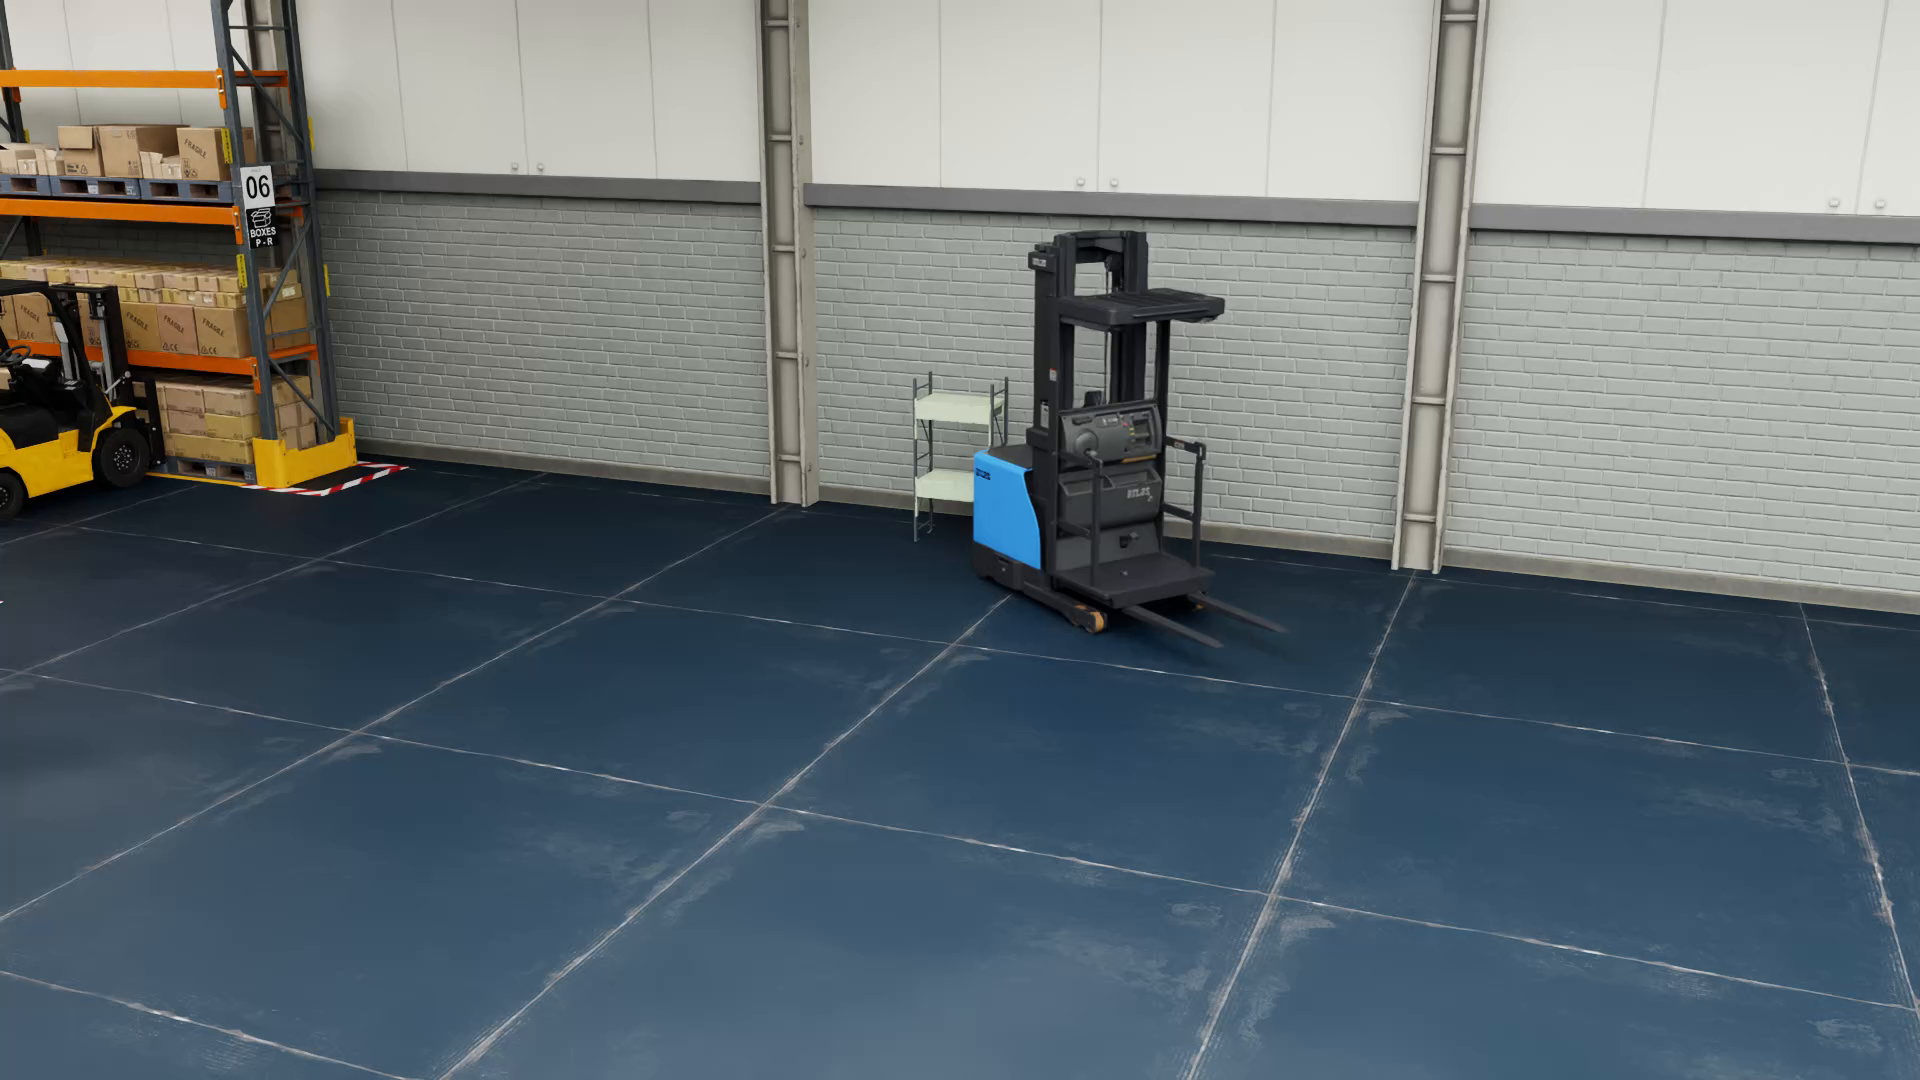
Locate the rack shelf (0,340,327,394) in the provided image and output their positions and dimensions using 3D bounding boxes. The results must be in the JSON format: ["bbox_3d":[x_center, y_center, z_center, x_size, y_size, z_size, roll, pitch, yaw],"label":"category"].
[{"bbox_3d":[-8.756,-1.992,17.947,4.000,0.370,1.077,6,17,21],"label":"rack shelf"}]

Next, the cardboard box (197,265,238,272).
[{"bbox_3d":[-7.836,-2.814,17.609,0.250,0.149,0.380,6,17,21],"label":"cardboard box"}]

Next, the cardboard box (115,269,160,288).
[{"bbox_3d":[-8.530,-2.722,17.294,0.250,0.149,0.380,7,17,22],"label":"cardboard box"}]

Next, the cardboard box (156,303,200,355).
[{"bbox_3d":[-7.929,-2.219,17.258,0.500,0.500,0.500,7,18,22],"label":"cardboard box"}]

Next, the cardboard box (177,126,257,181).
[{"bbox_3d":[-7.396,-3.854,16.576,0.500,0.500,0.500,7,18,22],"label":"cardboard box"}]

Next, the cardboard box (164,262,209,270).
[{"bbox_3d":[-8.298,-2.886,17.860,0.250,0.149,0.380,6,17,19],"label":"cardboard box"}]

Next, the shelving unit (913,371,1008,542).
[{"bbox_3d":[0.006,-0.720,14.962,0.755,1.500,0.431,6,17,21],"label":"shelving unit"}]

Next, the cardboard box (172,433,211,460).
[{"bbox_3d":[-7.907,-1.034,17.534,0.500,0.250,0.500,6,17,21],"label":"cardboard box"}]

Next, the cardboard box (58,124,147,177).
[{"bbox_3d":[-8.843,-4.056,17.266,0.637,0.503,0.797,7,18,22],"label":"cardboard box"}]

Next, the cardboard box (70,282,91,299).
[{"bbox_3d":[-9.236,-2.663,17.623,0.250,0.149,0.380,6,17,19],"label":"cardboard box"}]

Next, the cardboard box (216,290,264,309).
[{"bbox_3d":[-7.321,-2.456,16.909,0.250,0.149,0.380,7,17,21],"label":"cardboard box"}]

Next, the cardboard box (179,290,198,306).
[{"bbox_3d":[-7.788,-2.517,17.119,0.250,0.149,0.380,7,17,22],"label":"cardboard box"}]

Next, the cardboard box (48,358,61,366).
[{"bbox_3d":[-10.088,-1.904,18.736,0.500,0.250,0.500,7,17,22],"label":"cardboard box"}]

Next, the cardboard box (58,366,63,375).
[{"bbox_3d":[-9.809,-1.718,18.097,0.500,0.250,0.500,6,17,21],"label":"cardboard box"}]

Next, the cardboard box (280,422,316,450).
[{"bbox_3d":[-7.280,-1.116,17.815,0.500,0.250,0.500,6,17,21],"label":"cardboard box"}]

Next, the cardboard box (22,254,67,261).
[{"bbox_3d":[-10.208,-3.091,18.563,0.250,0.149,0.380,6,17,21],"label":"cardboard box"}]

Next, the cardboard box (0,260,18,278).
[{"bbox_3d":[-10.429,-2.935,18.028,0.250,0.149,0.380,7,17,22],"label":"cardboard box"}]

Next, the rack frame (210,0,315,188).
[{"bbox_3d":[-6.895,-5.014,16.306,0.127,3.000,1.000,6,17,21],"label":"rack frame"}]

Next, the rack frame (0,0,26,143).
[{"bbox_3d":[-10.616,-5.424,17.715,0.127,3.000,1.000,6,17,21],"label":"rack frame"}]

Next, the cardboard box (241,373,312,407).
[{"bbox_3d":[-7.273,-1.593,17.666,0.500,0.250,0.500,6,17,20],"label":"cardboard box"}]

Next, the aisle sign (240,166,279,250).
[{"bbox_3d":[-6.942,-3.299,16.494,0.004,0.787,0.394,6,17,21],"label":"aisle sign"}]

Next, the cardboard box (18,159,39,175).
[{"bbox_3d":[-9.595,-3.909,17.396,0.250,0.149,0.380,7,18,22],"label":"cardboard box"}]

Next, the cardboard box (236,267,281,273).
[{"bbox_3d":[-7.354,-2.769,17.455,0.250,0.149,0.380,7,18,23],"label":"cardboard box"}]

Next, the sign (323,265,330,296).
[{"bbox_3d":[-6.686,-2.730,17.504,0.005,0.325,0.100,6,17,21],"label":"sign"}]

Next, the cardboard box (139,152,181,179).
[{"bbox_3d":[-8.013,-3.791,16.780,0.258,0.266,0.396,6,17,21],"label":"cardboard box"}]

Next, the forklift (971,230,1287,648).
[{"bbox_3d":[1.301,-0.843,12.819,1.130,2.935,3.031,-10,19,-30],"label":"forklift"}]

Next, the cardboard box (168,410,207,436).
[{"bbox_3d":[-7.925,-1.277,17.476,0.500,0.250,0.500,6,17,20],"label":"cardboard box"}]

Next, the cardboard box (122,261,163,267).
[{"bbox_3d":[-8.805,-2.917,17.966,0.250,0.149,0.380,7,18,22],"label":"cardboard box"}]

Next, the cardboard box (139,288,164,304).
[{"bbox_3d":[-8.280,-2.560,17.268,0.250,0.149,0.380,6,17,19],"label":"cardboard box"}]

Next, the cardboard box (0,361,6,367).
[{"bbox_3d":[-11.106,-1.654,18.998,0.625,0.625,0.875,7,18,23],"label":"cardboard box"}]

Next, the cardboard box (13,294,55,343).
[{"bbox_3d":[-9.809,-2.428,17.979,0.500,0.500,0.500,7,17,22],"label":"cardboard box"}]

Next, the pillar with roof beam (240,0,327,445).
[{"bbox_3d":[-8.792,-4.203,13.510,0.400,9.000,9.100,6,17,21],"label":"pillar with roof beam"}]

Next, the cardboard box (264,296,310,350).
[{"bbox_3d":[-7.254,-2.304,17.551,0.500,0.500,0.500,7,18,22],"label":"cardboard box"}]

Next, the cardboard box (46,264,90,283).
[{"bbox_3d":[-9.458,-2.836,17.685,0.250,0.149,0.380,6,17,20],"label":"cardboard box"}]

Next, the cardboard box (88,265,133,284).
[{"bbox_3d":[-8.963,-2.803,17.573,0.250,0.149,0.380,6,17,21],"label":"cardboard box"}]

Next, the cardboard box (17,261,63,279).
[{"bbox_3d":[-9.912,-2.908,17.935,0.250,0.149,0.380,6,17,20],"label":"cardboard box"}]

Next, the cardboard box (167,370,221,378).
[{"bbox_3d":[-8.200,-1.697,18.024,0.500,0.250,0.500,6,17,20],"label":"cardboard box"}]

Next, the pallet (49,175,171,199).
[{"bbox_3d":[-8.682,-3.735,17.437,1.213,0.211,1.003,6,17,21],"label":"pallet"}]

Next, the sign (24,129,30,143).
[{"bbox_3d":[-10.414,-4.413,18.546,0.005,0.325,0.100,6,17,21],"label":"sign"}]

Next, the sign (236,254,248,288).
[{"bbox_3d":[-7.107,-2.664,16.468,0.005,0.325,0.100,6,17,21],"label":"sign"}]

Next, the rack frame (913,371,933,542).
[{"bbox_3d":[-0.334,-0.757,15.091,0.023,1.500,0.400,6,17,21],"label":"rack frame"}]

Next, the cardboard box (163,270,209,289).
[{"bbox_3d":[-8.004,-2.699,17.215,0.250,0.149,0.380,6,17,21],"label":"cardboard box"}]

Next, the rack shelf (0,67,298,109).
[{"bbox_3d":[-8.756,-4.681,17.166,4.000,0.370,1.077,6,17,21],"label":"rack shelf"}]

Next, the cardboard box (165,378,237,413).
[{"bbox_3d":[-7.915,-1.512,17.386,0.500,0.250,0.500,7,17,22],"label":"cardboard box"}]

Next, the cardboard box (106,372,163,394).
[{"bbox_3d":[-8.857,-1.614,17.740,0.500,0.250,0.500,6,17,20],"label":"cardboard box"}]

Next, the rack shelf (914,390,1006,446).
[{"bbox_3d":[0.006,-1.094,14.853,0.720,0.370,0.431,6,17,21],"label":"rack shelf"}]

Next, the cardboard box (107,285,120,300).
[{"bbox_3d":[-8.722,-2.629,17.508,0.250,0.149,0.380,6,17,20],"label":"cardboard box"}]

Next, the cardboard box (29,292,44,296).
[{"bbox_3d":[-9.720,-2.711,17.790,0.250,0.149,0.380,7,17,22],"label":"cardboard box"}]

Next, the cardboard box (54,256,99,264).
[{"bbox_3d":[-9.739,-3.031,18.356,0.250,0.149,0.380,6,17,20],"label":"cardboard box"}]

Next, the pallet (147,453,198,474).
[{"bbox_3d":[-8.753,-0.987,18.194,1.213,0.211,1.003,6,17,21],"label":"pallet"}]

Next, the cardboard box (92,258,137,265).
[{"bbox_3d":[-9.249,-2.990,18.215,0.250,0.149,0.380,6,17,20],"label":"cardboard box"}]

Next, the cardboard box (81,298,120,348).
[{"bbox_3d":[-8.877,-2.320,17.606,0.500,0.500,0.500,6,17,21],"label":"cardboard box"}]

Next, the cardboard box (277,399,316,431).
[{"bbox_3d":[-7.256,-1.357,17.748,0.500,0.250,0.500,7,17,22],"label":"cardboard box"}]

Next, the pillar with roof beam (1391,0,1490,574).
[{"bbox_3d":[2.371,-2.975,9.282,0.400,9.000,9.100,6,17,21],"label":"pillar with roof beam"}]

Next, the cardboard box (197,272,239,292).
[{"bbox_3d":[-7.547,-2.635,16.993,0.250,0.149,0.380,6,17,21],"label":"cardboard box"}]

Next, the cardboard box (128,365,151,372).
[{"bbox_3d":[-9.145,-1.801,18.381,0.500,0.250,0.500,6,17,21],"label":"cardboard box"}]
